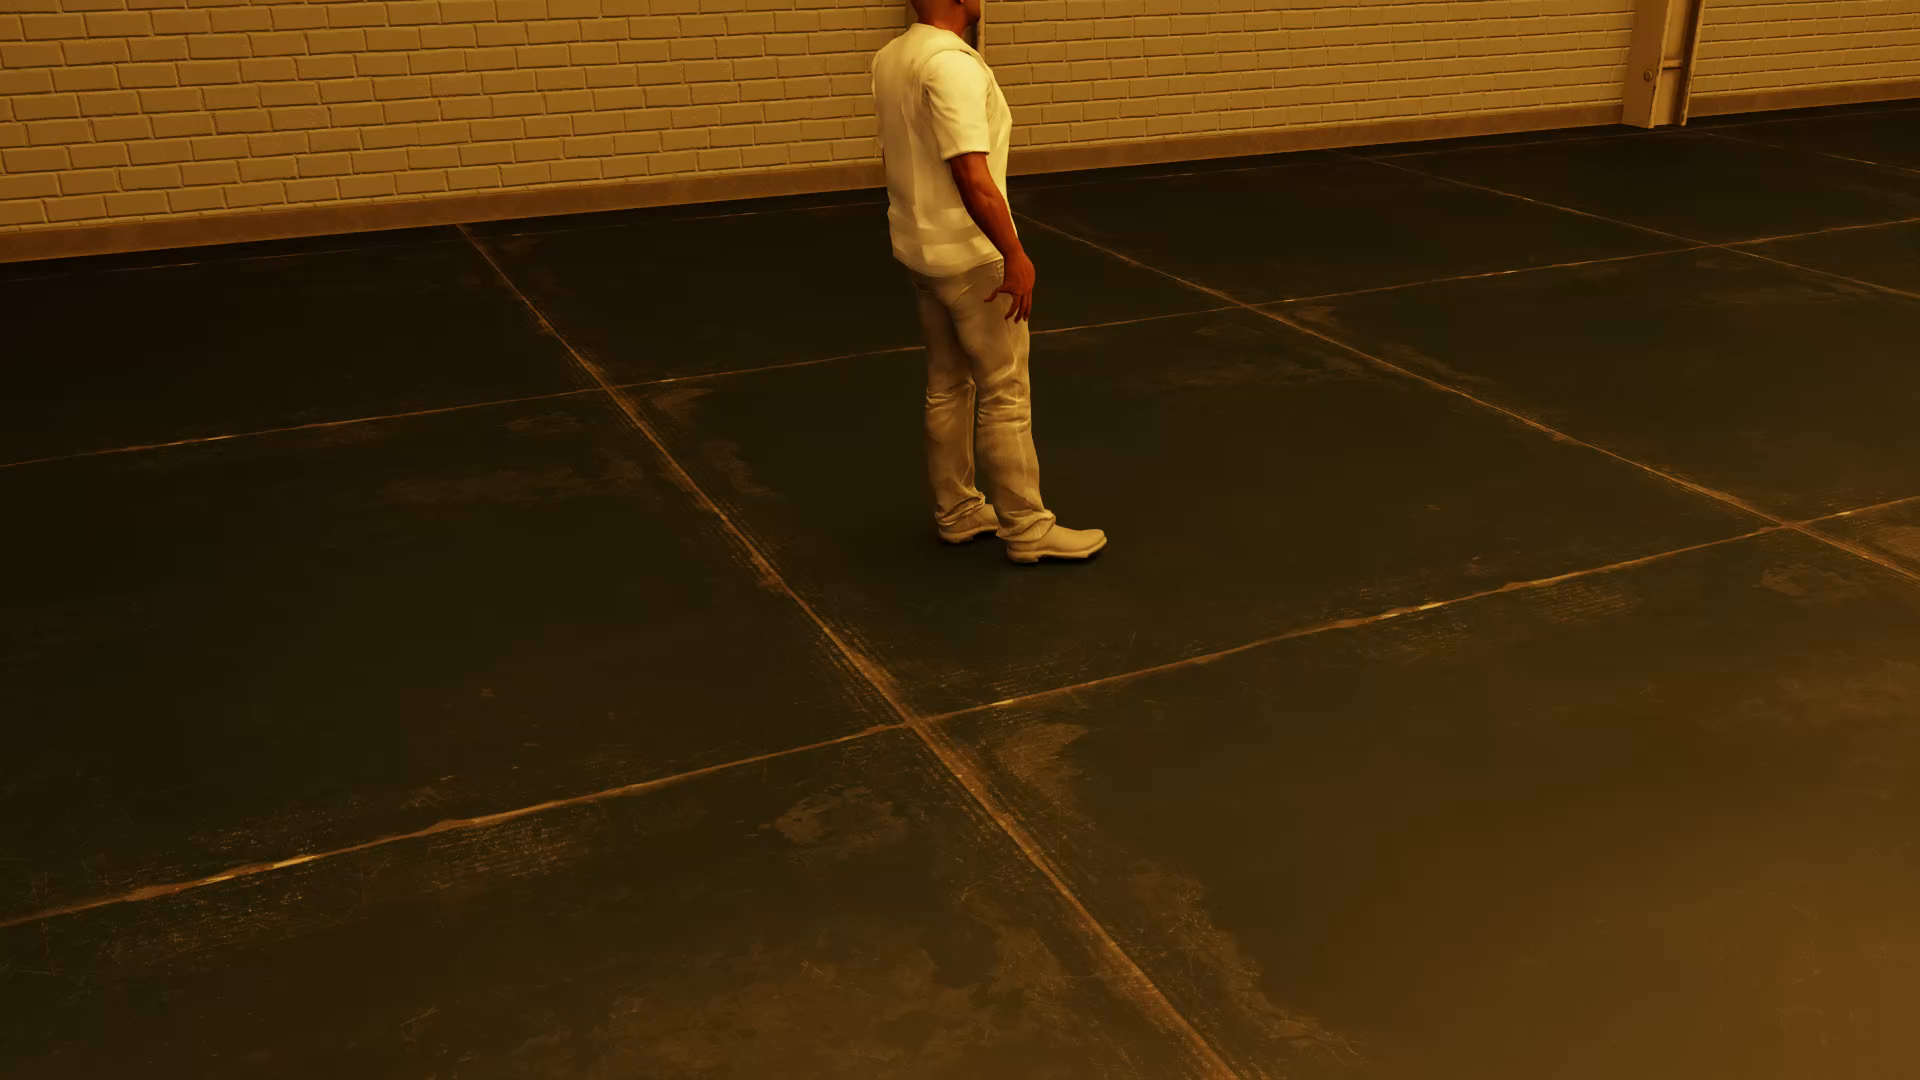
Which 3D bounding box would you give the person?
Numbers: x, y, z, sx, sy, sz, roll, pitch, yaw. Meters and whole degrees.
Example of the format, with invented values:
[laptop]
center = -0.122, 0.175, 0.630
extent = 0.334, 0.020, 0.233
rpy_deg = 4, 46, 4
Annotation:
[person]
center = 0.066, -0.832, 4.789
extent = 0.575, 1.768, 0.666
rpy_deg = -10, 25, -23
